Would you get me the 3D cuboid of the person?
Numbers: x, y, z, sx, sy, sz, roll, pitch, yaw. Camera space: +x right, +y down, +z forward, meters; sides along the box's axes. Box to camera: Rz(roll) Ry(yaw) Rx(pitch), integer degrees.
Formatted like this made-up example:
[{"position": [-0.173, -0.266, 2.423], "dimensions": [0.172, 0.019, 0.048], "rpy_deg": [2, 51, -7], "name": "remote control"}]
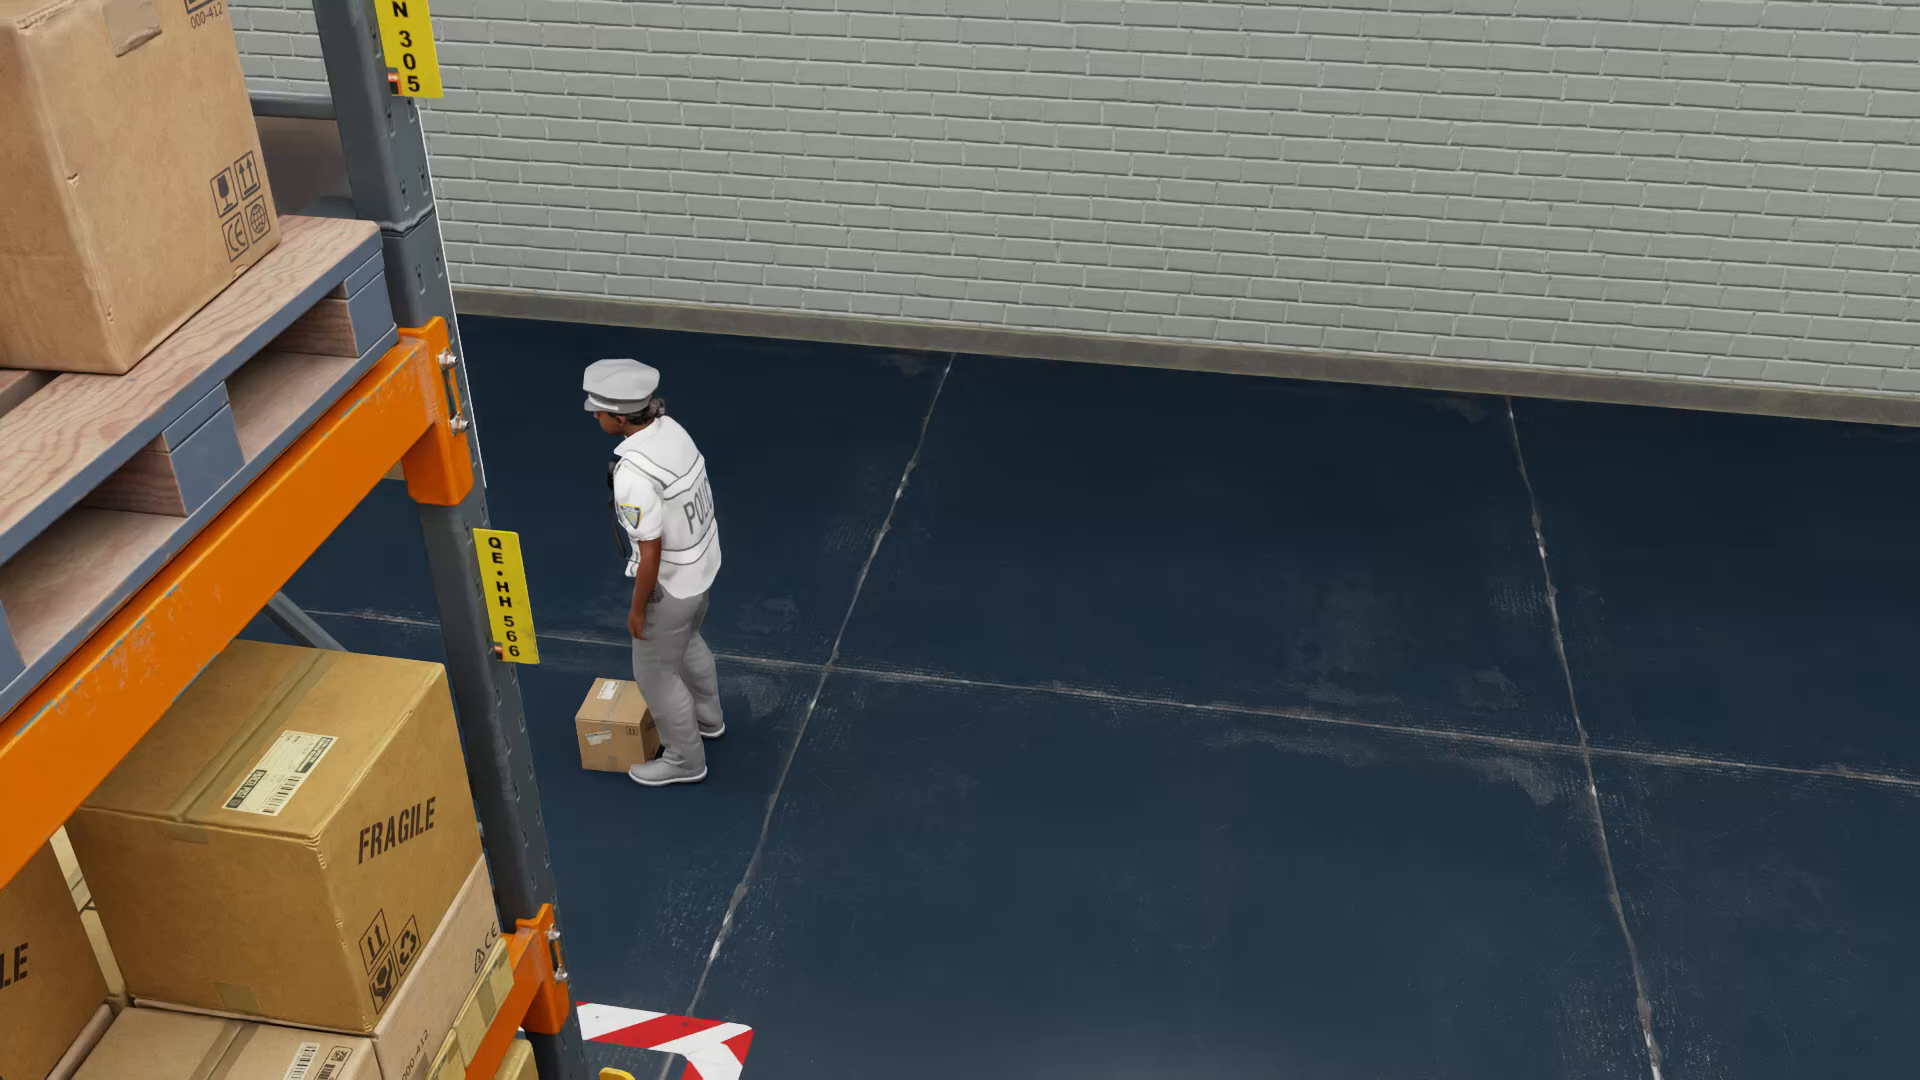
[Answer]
[{"position": [-1.056, 0.131, 5.934], "dimensions": [0.394, 1.659, 0.504], "rpy_deg": [5, 33, 8], "name": "person"}]
